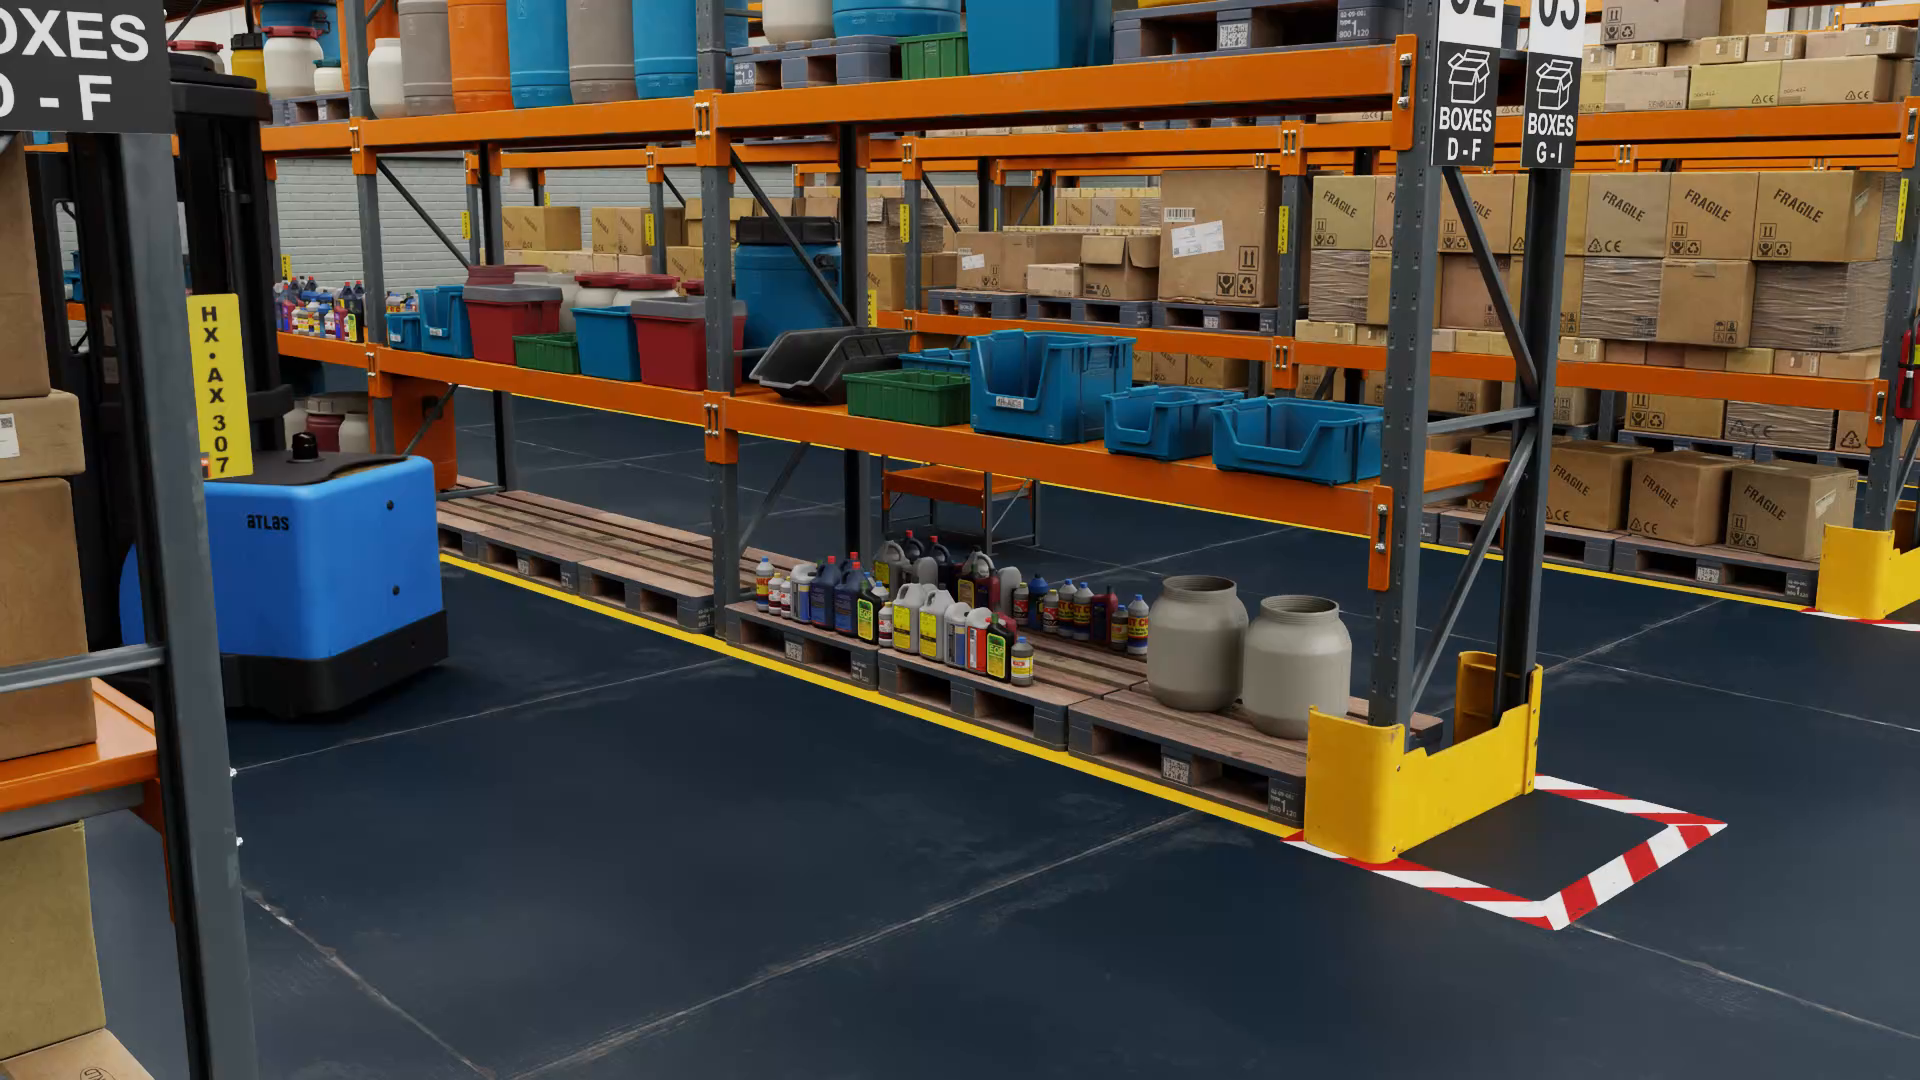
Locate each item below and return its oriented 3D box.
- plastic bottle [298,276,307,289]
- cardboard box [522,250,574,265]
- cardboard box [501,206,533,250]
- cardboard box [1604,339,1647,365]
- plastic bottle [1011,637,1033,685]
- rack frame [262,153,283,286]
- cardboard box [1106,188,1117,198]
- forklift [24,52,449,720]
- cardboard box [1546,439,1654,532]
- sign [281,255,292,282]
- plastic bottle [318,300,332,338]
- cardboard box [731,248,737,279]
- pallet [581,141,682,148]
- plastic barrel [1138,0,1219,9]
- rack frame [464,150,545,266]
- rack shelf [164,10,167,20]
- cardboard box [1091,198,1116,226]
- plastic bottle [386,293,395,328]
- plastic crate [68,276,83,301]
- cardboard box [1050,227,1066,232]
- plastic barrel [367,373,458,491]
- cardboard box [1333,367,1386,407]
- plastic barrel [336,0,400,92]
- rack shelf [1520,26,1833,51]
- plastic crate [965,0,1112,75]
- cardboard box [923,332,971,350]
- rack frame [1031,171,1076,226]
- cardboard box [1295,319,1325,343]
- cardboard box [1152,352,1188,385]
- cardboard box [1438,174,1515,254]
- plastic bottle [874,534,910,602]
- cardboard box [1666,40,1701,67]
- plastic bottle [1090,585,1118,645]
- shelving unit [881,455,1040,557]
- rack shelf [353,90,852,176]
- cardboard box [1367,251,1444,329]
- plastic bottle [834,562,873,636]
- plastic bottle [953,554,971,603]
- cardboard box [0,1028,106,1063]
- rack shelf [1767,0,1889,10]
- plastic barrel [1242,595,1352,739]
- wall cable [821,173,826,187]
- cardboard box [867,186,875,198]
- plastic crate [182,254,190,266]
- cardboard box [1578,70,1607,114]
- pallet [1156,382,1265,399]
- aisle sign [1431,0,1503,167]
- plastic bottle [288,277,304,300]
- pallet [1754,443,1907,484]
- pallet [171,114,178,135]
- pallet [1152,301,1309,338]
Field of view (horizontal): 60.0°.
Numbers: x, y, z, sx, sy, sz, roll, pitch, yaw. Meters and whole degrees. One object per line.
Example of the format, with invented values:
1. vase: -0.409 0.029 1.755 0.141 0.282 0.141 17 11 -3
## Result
1. plastic bottle: -5.559 -2.061 14.106 0.144 0.351 0.185 -11 16 -43
2. cardboard box: -4.766 -3.264 19.454 0.500 0.250 0.500 11 16 43
3. cardboard box: -5.129 -3.707 19.747 0.500 0.500 0.500 11 16 44
4. cardboard box: 4.218 -1.183 10.342 0.380 0.149 0.250 -11 16 -43
5. plastic bottle: 0.272 0.525 7.272 0.097 0.201 0.097 0 12 0
6. rack frame: -6.430 -2.174 14.531 1.000 3.000 0.127 -11 16 -43
7. cardboard box: 2.488 -5.404 25.873 0.380 0.149 0.250 -11 16 -42
8. forklift: -4.110 -0.778 7.925 3.031 2.935 1.130 3 12 15
9. cardboard box: 4.164 -0.364 10.900 0.500 0.500 0.500 -9 15 -37
10. sign: -6.031 -2.386 14.873 0.100 0.325 0.005 -11 16 -43
11. plastic bottle: -4.616 -1.608 12.103 0.097 0.271 0.097 0 12 0
12. cardboard box: -2.018 -2.665 16.665 0.500 0.500 0.500 11 16 44
13. pallet: -3.405 -4.411 18.174 1.003 0.211 1.213 -11 16 -43
14. plastic barrel: 0.978 -2.338 6.388 0.600 0.588 0.600 0 12 0
15. rack frame: -5.610 -3.448 20.714 1.000 3.000 0.127 -11 16 -43
16. rack shelf: -3.109 -1.142 3.869 1.077 0.370 4.000 -11 16 -43
17. cardboard box: 2.406 -5.110 26.053 0.500 0.500 0.500 -11 16 -43
18. plastic bottle: -4.431 -1.791 12.991 0.097 0.271 0.097 0 12 0
19. plastic crate: -8.351 -2.431 16.045 0.416 0.233 0.300 -11 16 -43
20. cardboard box: 1.292 -3.679 19.941 0.380 0.149 0.250 -11 16 -43
21. plastic barrel: -4.018 -0.802 12.209 0.600 0.830 0.708 -11 16 -43
22. cardboard box: 4.533 -1.832 17.406 1.050 0.750 0.750 -11 16 -42
23. plastic barrel: -4.057 -3.559 11.713 0.600 0.830 0.708 -11 16 -43
24. rack shelf: 8.463 -5.760 19.841 1.077 0.370 4.000 -11 16 -43
25. plastic crate: 0.322 -2.120 6.876 0.392 0.384 0.575 -11 16 -43
26. cardboard box: -0.547 -1.549 15.722 0.875 0.875 1.225 11 16 43
27. rack frame: 1.557 -4.829 27.417 1.000 3.000 0.127 -11 16 -43
28. cardboard box: 2.608 -1.500 11.883 0.380 0.149 0.250 -11 16 -43
29. cardboard box: 2.572 -2.074 19.200 0.500 0.500 0.500 -10 15 -40
30. cardboard box: 3.495 -2.134 10.874 0.500 0.500 0.500 -11 16 -43
31. plastic bottle: -0.356 0.149 8.728 0.144 0.351 0.185 -11 16 -43
32. cardboard box: 4.387 -2.867 9.843 0.380 0.149 0.250 -11 16 -42
33. plastic bottle: 0.687 0.349 7.928 0.061 0.283 0.133 -11 16 -42
34. shelving unit: -0.005 -0.552 11.303 0.538 1.125 1.048 -11 16 -43
35. rack shelf: -2.286 -2.415 10.050 1.077 0.370 4.000 -11 16 -43
36. cardboard box: 3.263 -1.739 11.435 0.875 0.500 0.500 -11 16 -43
37. plastic bottle: -0.518 0.279 8.100 0.185 0.351 0.144 11 16 43
38. plastic bottle: 0.023 0.208 8.609 0.061 0.283 0.133 -10 15 -39
39. cardboard box: -2.285 1.226 3.799 0.500 0.250 0.500 -11 16 -43
40. rack shelf: 7.715 -4.471 13.588 1.077 0.370 4.000 -11 16 -43
41. plastic barrel: 1.347 0.505 6.653 0.421 0.512 0.421 0 12 0
42. wall cable: -2.354 -6.162 31.290 0.585 1.953 0.123 -11 16 -43
43. cardboard box: -1.139 -4.555 22.622 0.500 0.500 0.500 -11 16 -44
44. plastic crate: -6.865 -2.400 15.320 0.402 0.464 0.583 -11 16 -43
45. cardboard box: 3.877 -2.765 10.335 0.500 0.250 0.500 -11 16 -44
46. pallet: 3.033 -1.705 19.166 1.003 0.211 1.213 -11 16 -43
47. aisle sign: 1.692 -1.644 5.516 0.394 0.787 0.004 -11 16 -43
48. plastic bottle: -5.535 -2.014 13.877 0.144 0.351 0.185 -11 16 -43
49. pallet: 7.649 -0.707 14.322 1.003 0.211 1.213 -11 16 -43
50. pallet: -5.818 -3.450 13.758 1.213 0.211 1.003 -11 16 -43
51. pallet: 2.254 -1.735 12.873 1.003 0.211 1.213 -11 16 -43
